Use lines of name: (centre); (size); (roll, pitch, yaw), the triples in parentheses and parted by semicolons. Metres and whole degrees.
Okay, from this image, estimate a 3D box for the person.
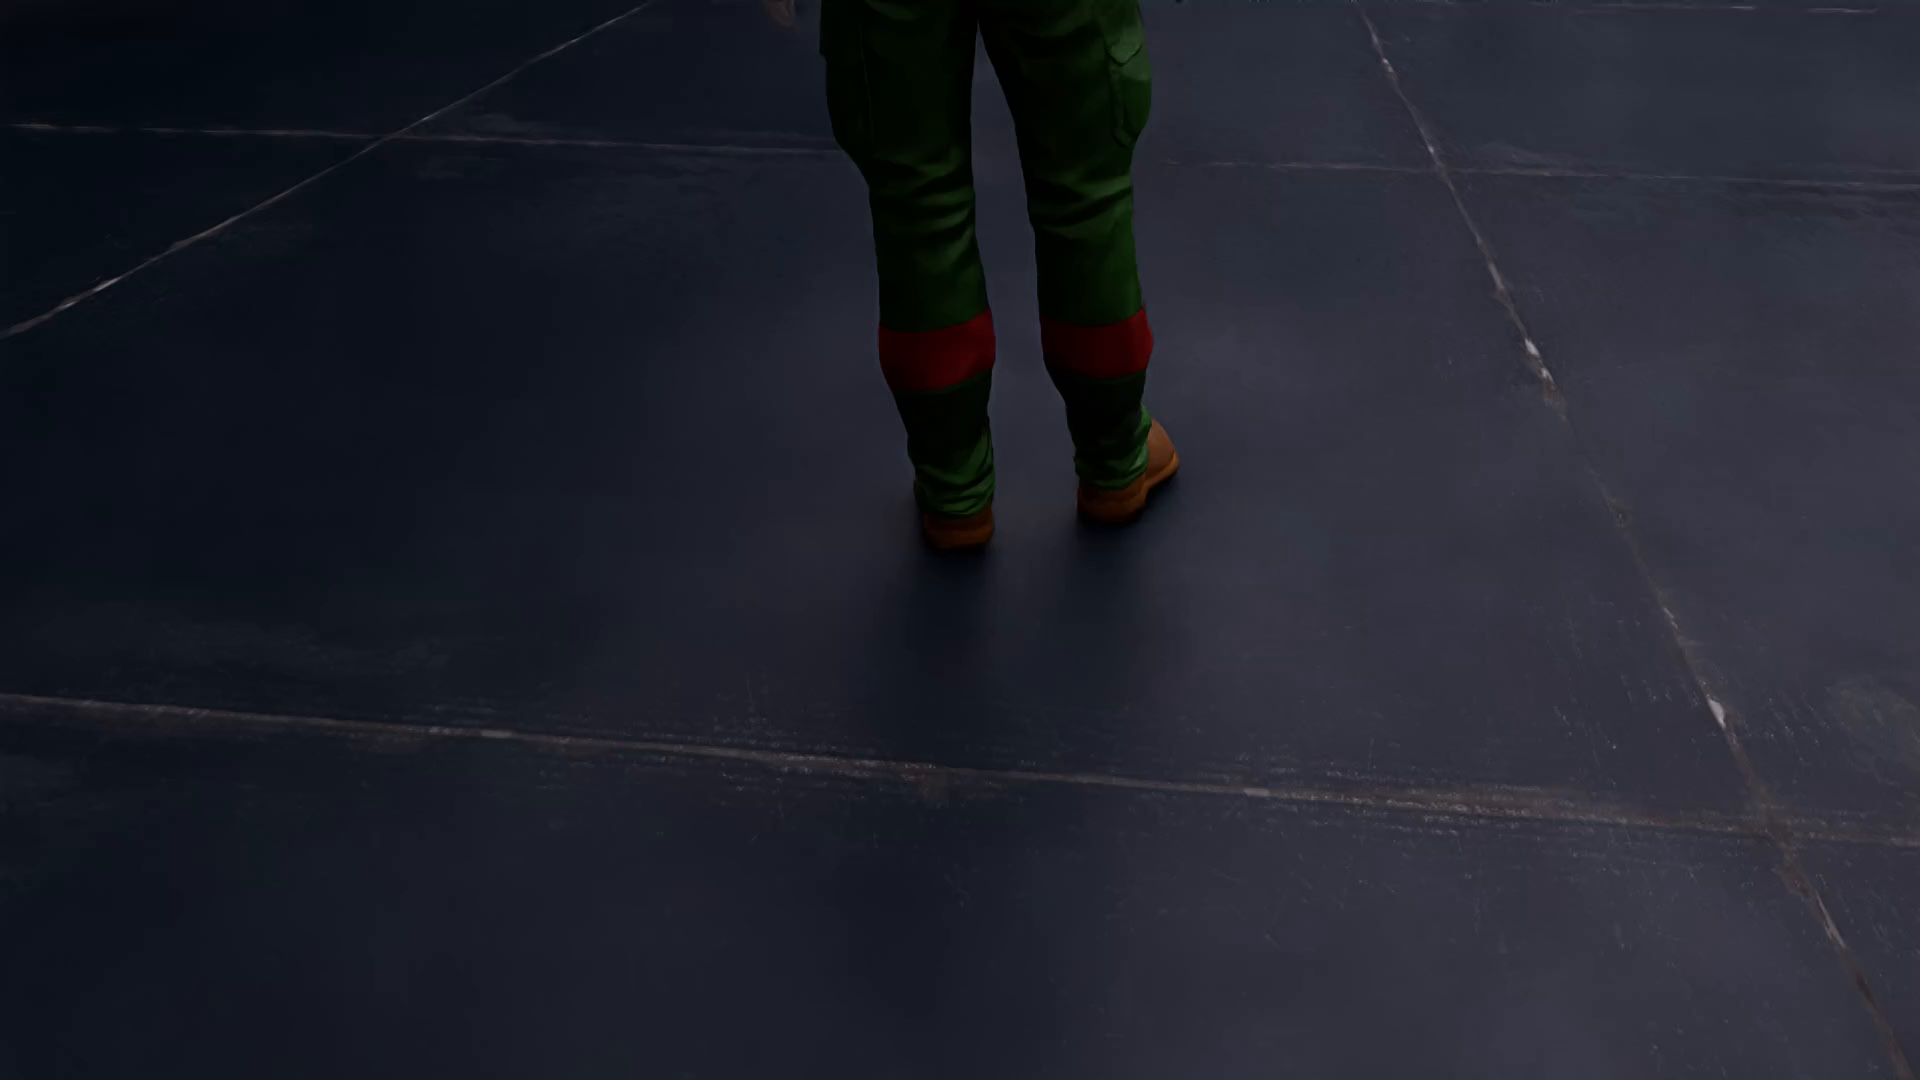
person: (0.022, -0.842, 2.168); (0.637, 1.787, 0.563); (3, 27, 7)
